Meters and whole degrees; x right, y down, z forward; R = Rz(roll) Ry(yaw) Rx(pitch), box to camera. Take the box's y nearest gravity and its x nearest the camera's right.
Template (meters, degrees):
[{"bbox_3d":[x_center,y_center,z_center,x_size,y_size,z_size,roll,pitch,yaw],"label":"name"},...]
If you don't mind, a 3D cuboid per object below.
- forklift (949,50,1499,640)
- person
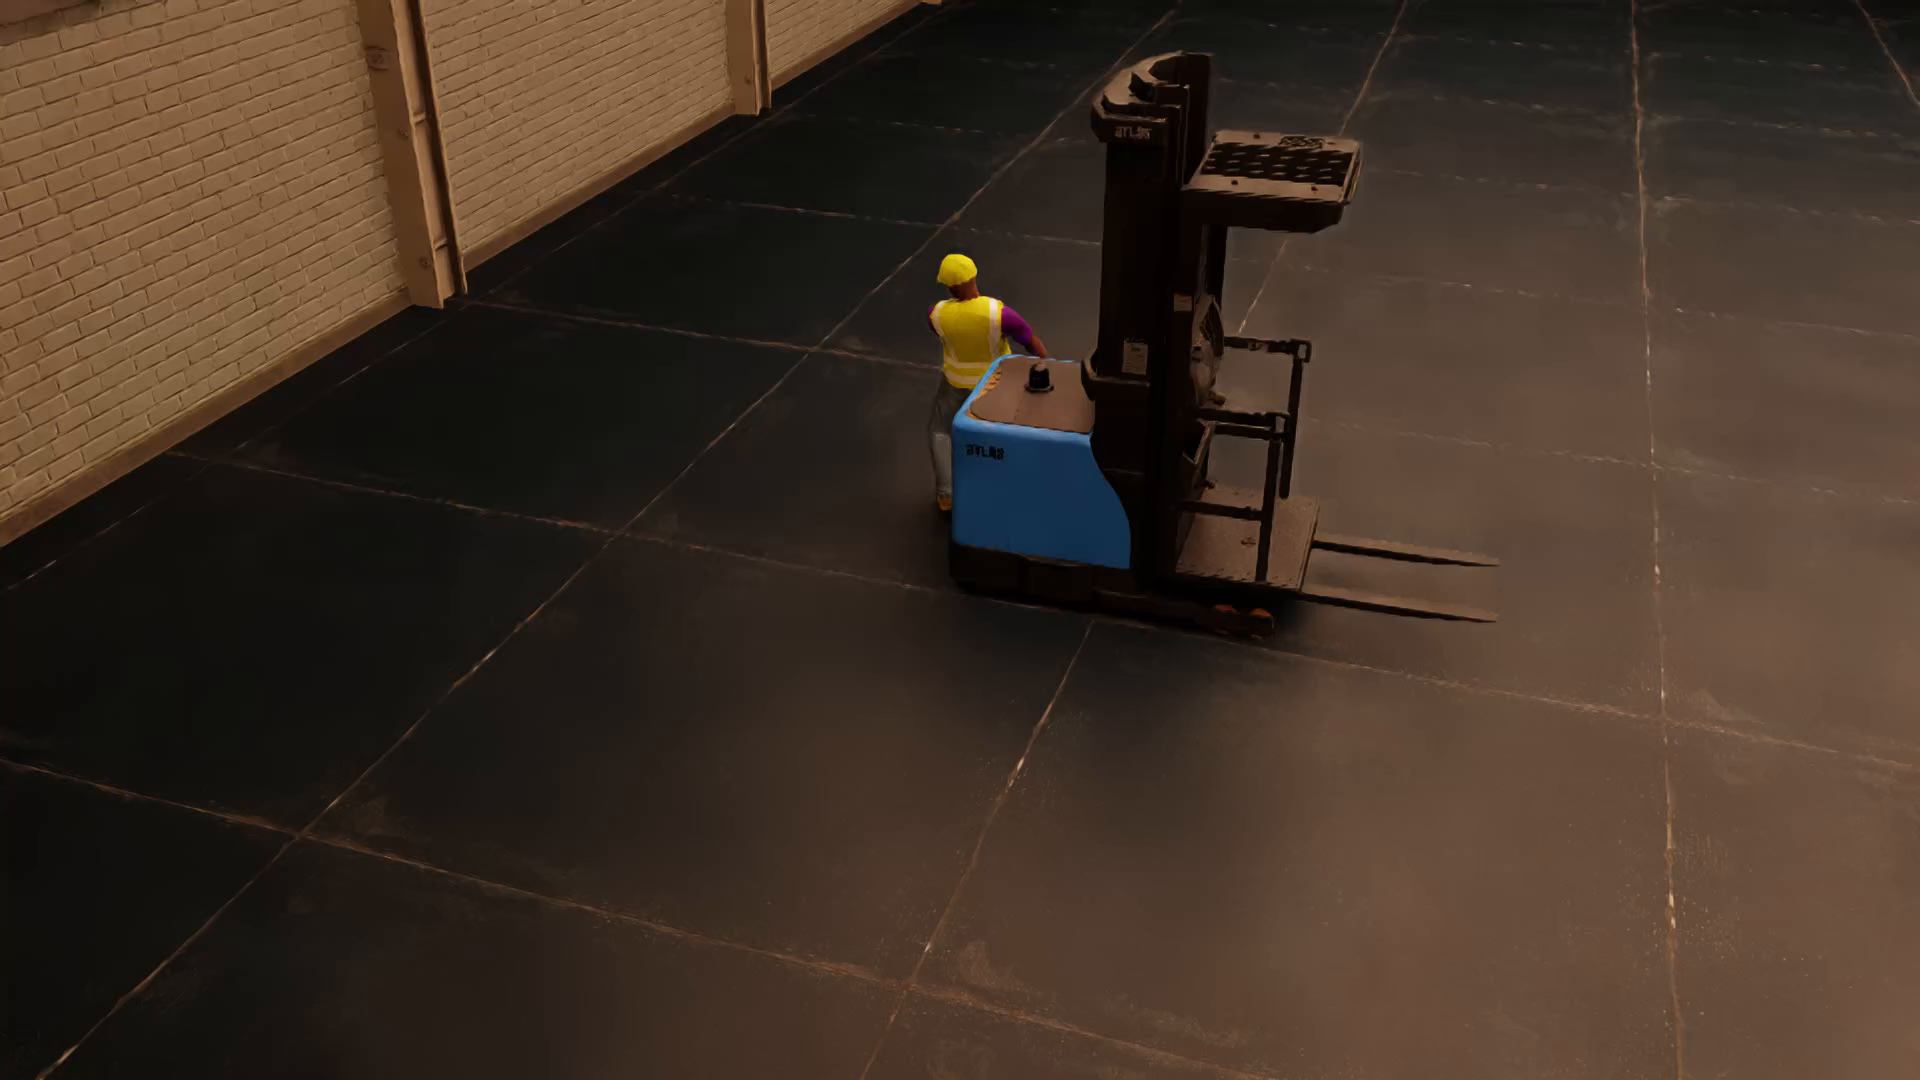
[{"bbox_3d":[1.515,-1.021,8.927,3.031,2.935,1.130,8,31,14],"label":"forklift"},{"bbox_3d":[0.197,-1.043,10.284,0.804,1.626,0.849,-1,30,-3],"label":"person"}]
